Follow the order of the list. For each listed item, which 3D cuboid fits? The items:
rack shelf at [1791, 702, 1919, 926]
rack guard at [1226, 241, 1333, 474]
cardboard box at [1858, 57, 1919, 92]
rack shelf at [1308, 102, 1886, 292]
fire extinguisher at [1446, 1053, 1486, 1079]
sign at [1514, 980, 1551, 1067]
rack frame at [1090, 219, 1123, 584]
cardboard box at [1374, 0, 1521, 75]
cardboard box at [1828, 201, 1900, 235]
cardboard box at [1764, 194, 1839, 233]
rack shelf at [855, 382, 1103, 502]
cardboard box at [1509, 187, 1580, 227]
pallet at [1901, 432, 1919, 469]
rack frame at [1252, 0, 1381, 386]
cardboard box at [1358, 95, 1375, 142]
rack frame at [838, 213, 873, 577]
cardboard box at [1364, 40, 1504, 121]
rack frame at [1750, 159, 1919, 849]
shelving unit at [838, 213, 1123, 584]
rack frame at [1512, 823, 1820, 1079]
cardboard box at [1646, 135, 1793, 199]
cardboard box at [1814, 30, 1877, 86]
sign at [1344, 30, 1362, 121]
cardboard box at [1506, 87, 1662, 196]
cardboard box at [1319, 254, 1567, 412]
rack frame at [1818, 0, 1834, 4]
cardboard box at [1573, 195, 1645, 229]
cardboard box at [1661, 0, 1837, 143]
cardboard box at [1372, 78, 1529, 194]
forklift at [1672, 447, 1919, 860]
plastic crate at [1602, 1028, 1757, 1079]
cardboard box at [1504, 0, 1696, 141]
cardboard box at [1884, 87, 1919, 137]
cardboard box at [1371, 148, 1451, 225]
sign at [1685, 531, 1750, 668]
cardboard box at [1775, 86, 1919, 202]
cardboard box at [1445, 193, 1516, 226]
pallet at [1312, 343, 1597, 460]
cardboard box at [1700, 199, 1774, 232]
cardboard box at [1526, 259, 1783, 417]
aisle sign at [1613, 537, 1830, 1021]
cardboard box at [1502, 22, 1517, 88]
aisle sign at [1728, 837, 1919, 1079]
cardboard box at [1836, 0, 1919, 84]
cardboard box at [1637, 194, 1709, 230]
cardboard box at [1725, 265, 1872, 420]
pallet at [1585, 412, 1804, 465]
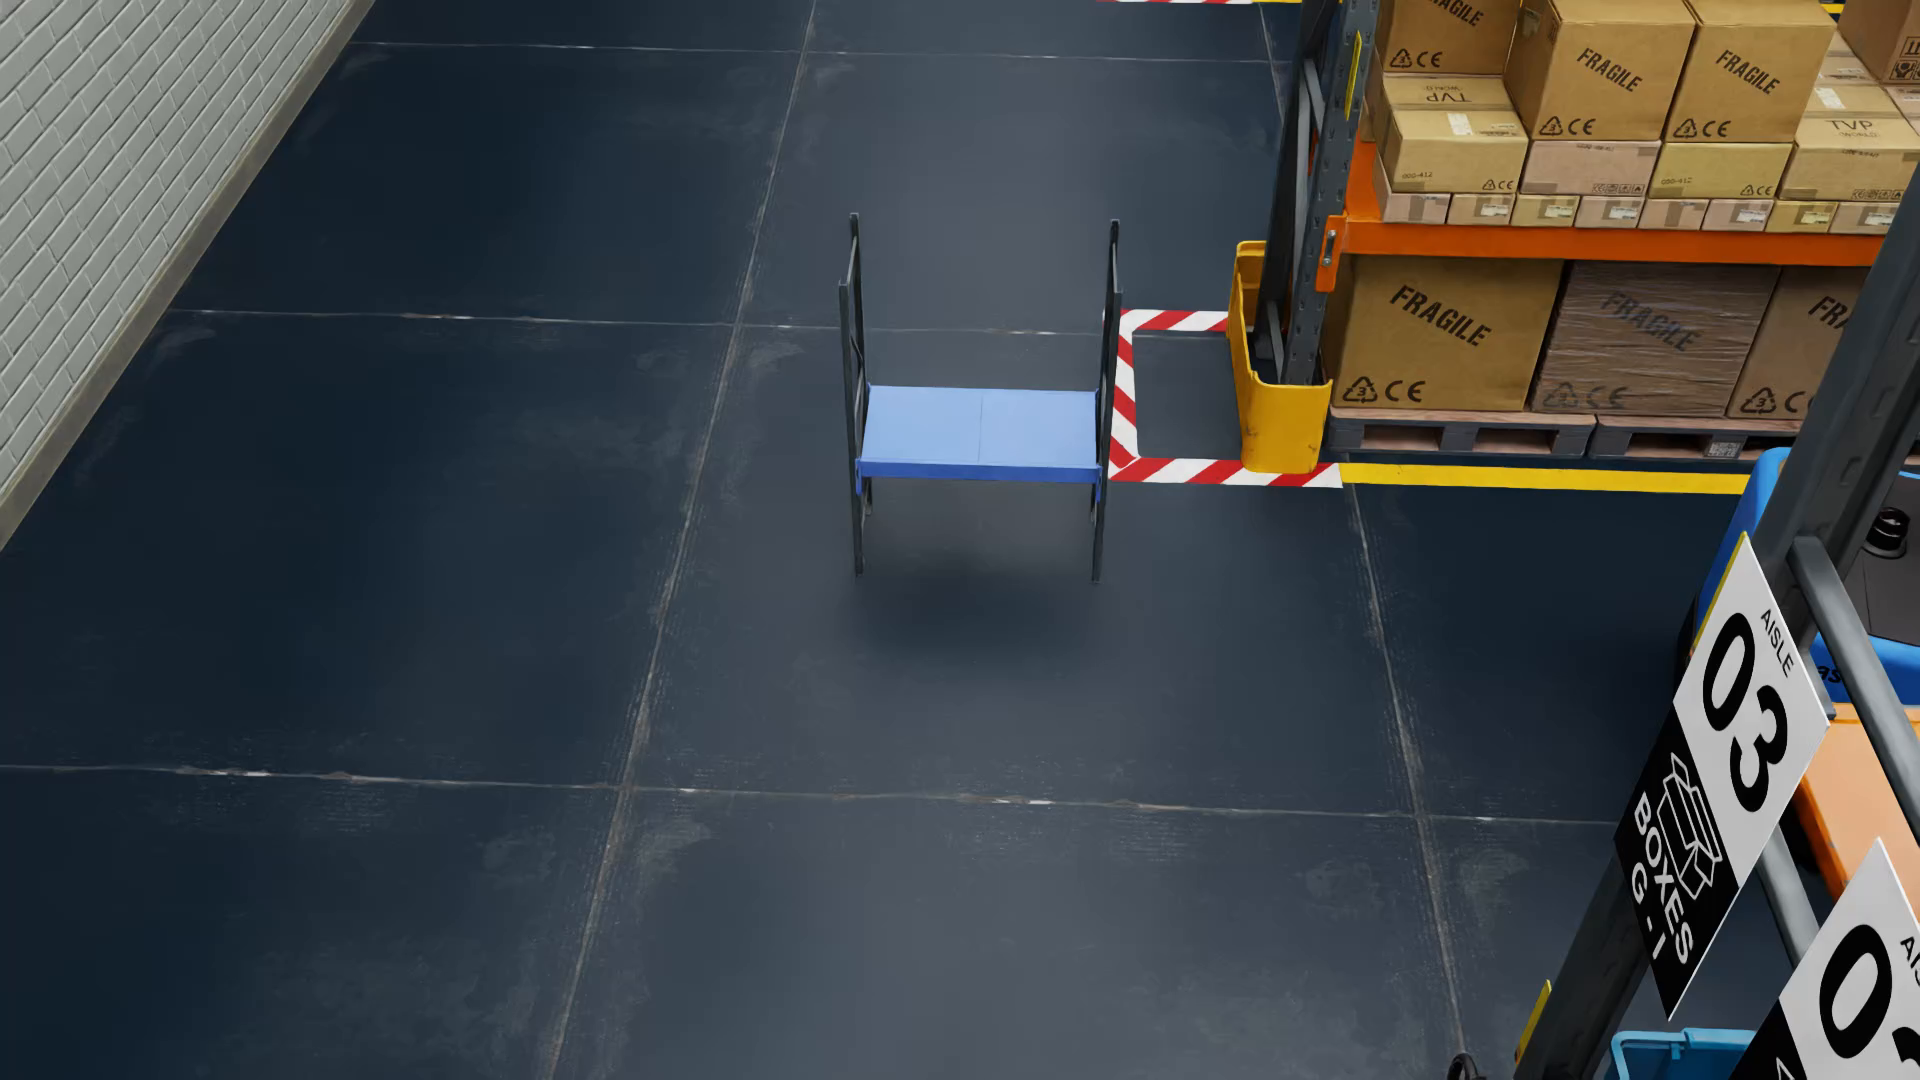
[{"bbox_3d":[3.303,0.798,2.606,4.000,0.370,1.077,2,43,2],"label":"rack shelf"},{"bbox_3d":[1.504,-0.888,7.922,0.348,0.500,1.175,2,43,2],"label":"rack guard"},{"bbox_3d":[4.052,-1.957,7.127,0.500,0.250,0.500,3,43,3],"label":"cardboard box"},{"bbox_3d":[3.526,-1.477,7.248,4.000,0.370,1.077,2,43,2],"label":"rack shelf"},{"bbox_3d":[1.175,1.421,3.939,0.183,0.674,0.296,2,43,2],"label":"fire extinguisher"},{"bbox_3d":[1.313,1.136,3.796,0.005,0.325,0.100,2,43,2],"label":"sign"},{"bbox_3d":[0.593,-0.531,6.805,0.032,1.500,0.500,2,43,2],"label":"rack frame"},{"bbox_3d":[2.026,-2.294,6.939,0.500,0.500,0.500,2,43,2],"label":"cardboard box"},{"bbox_3d":[3.666,-1.421,6.845,0.250,0.149,0.380,2,43,3],"label":"cardboard box"},{"bbox_3d":[3.404,-1.428,6.852,0.250,0.149,0.380,1,43,1],"label":"cardboard box"},{"bbox_3d":[0.085,-0.415,6.944,1.000,0.185,0.538,2,43,2],"label":"rack shelf"},{"bbox_3d":[2.380,-1.460,6.886,0.250,0.149,0.380,1,43,1],"label":"cardboard box"},{"bbox_3d":[4.768,-0.736,7.970,1.213,0.211,1.003,2,43,2],"label":"pallet"},{"bbox_3d":[1.528,-1.802,7.069,0.127,3.000,1.000,2,43,2],"label":"rack frame"},{"bbox_3d":[1.899,-1.923,7.384,0.250,0.149,0.380,3,43,3],"label":"cardboard box"},{"bbox_3d":[-0.423,-0.562,6.838,0.032,1.500,0.500,2,43,2],"label":"rack frame"},{"bbox_3d":[2.024,-2.022,7.197,0.500,0.250,0.500,1,43,1],"label":"cardboard box"},{"bbox_3d":[1.305,-0.624,1.404,0.127,3.000,1.000,2,43,2],"label":"rack frame"},{"bbox_3d":[0.085,-0.546,6.821,1.048,1.500,0.538,2,43,2],"label":"shelving unit"},{"bbox_3d":[1.305,1.571,3.449,0.127,3.000,1.000,2,43,2],"label":"rack frame"},{"bbox_3d":[3.017,-1.628,6.774,0.500,0.250,0.500,0,43,0],"label":"cardboard box"},{"bbox_3d":[3.560,-1.977,7.149,0.500,0.250,0.500,2,43,2],"label":"cardboard box"},{"bbox_3d":[1.497,-1.770,6.342,0.005,0.325,0.100,2,43,2],"label":"sign"},{"bbox_3d":[2.515,-1.646,6.793,0.500,0.250,0.500,1,43,1],"label":"cardboard box"},{"bbox_3d":[2.171,-1.213,7.688,0.875,0.875,0.875,2,43,2],"label":"cardboard box"},{"bbox_3d":[5.848,-5.054,10.560,0.127,3.000,1.000,2,43,2],"label":"rack frame"},{"bbox_3d":[2.640,-1.453,6.879,0.250,0.149,0.380,1,43,1],"label":"cardboard box"},{"bbox_3d":[3.013,-1.905,6.521,0.500,0.500,0.500,1,43,1],"label":"cardboard box"},{"bbox_3d":[1.995,-1.657,6.806,0.500,0.250,0.500,1,43,1],"label":"cardboard box"},{"bbox_3d":[4.203,0.015,5.169,3.031,2.935,1.130,15,45,15],"label":"forklift"},{"bbox_3d":[1.648,1.419,3.542,0.499,0.435,0.616,2,43,2],"label":"plastic crate"},{"bbox_3d":[2.495,-1.916,6.534,0.500,0.500,0.500,1,43,1],"label":"cardboard box"},{"bbox_3d":[4.044,-1.598,6.742,0.500,0.250,0.500,3,43,3],"label":"cardboard box"},{"bbox_3d":[1.868,-1.475,6.902,0.250,0.149,0.380,2,43,2],"label":"cardboard box"},{"bbox_3d":[1.313,0.136,2.865,0.005,0.325,0.100,2,43,2],"label":"sign"},{"bbox_3d":[3.538,-1.616,6.761,0.500,0.250,0.500,1,43,1],"label":"cardboard box"},{"bbox_3d":[2.124,-1.468,6.894,0.250,0.149,0.380,1,43,1],"label":"cardboard box"},{"bbox_3d":[2.330,-0.810,8.051,1.213,0.211,1.003,2,43,2],"label":"pallet"},{"bbox_3d":[3.152,-1.437,6.861,0.250,0.149,0.380,1,43,1],"label":"cardboard box"},{"bbox_3d":[3.080,-1.185,7.658,0.875,0.875,0.875,2,43,2],"label":"cardboard box"},{"bbox_3d":[1.246,0.418,2.779,0.004,0.787,0.394,2,43,2],"label":"aisle sign"},{"bbox_3d":[2.531,-2.006,7.180,0.500,0.250,0.500,1,43,1],"label":"cardboard box"},{"bbox_3d":[1.220,0.819,2.348,0.004,0.787,0.394,2,43,2],"label":"aisle sign"},{"bbox_3d":[4.045,-2.230,6.870,0.500,0.500,0.500,1,43,1],"label":"cardboard box"},{"bbox_3d":[2.894,-1.444,6.869,0.250,0.149,0.380,1,43,1],"label":"cardboard box"},{"bbox_3d":[3.969,-1.158,7.628,0.875,0.875,0.875,2,43,2],"label":"cardboard box"},{"bbox_3d":[3.546,-0.771,8.008,1.213,0.211,1.003,2,43,2],"label":"pallet"}]
